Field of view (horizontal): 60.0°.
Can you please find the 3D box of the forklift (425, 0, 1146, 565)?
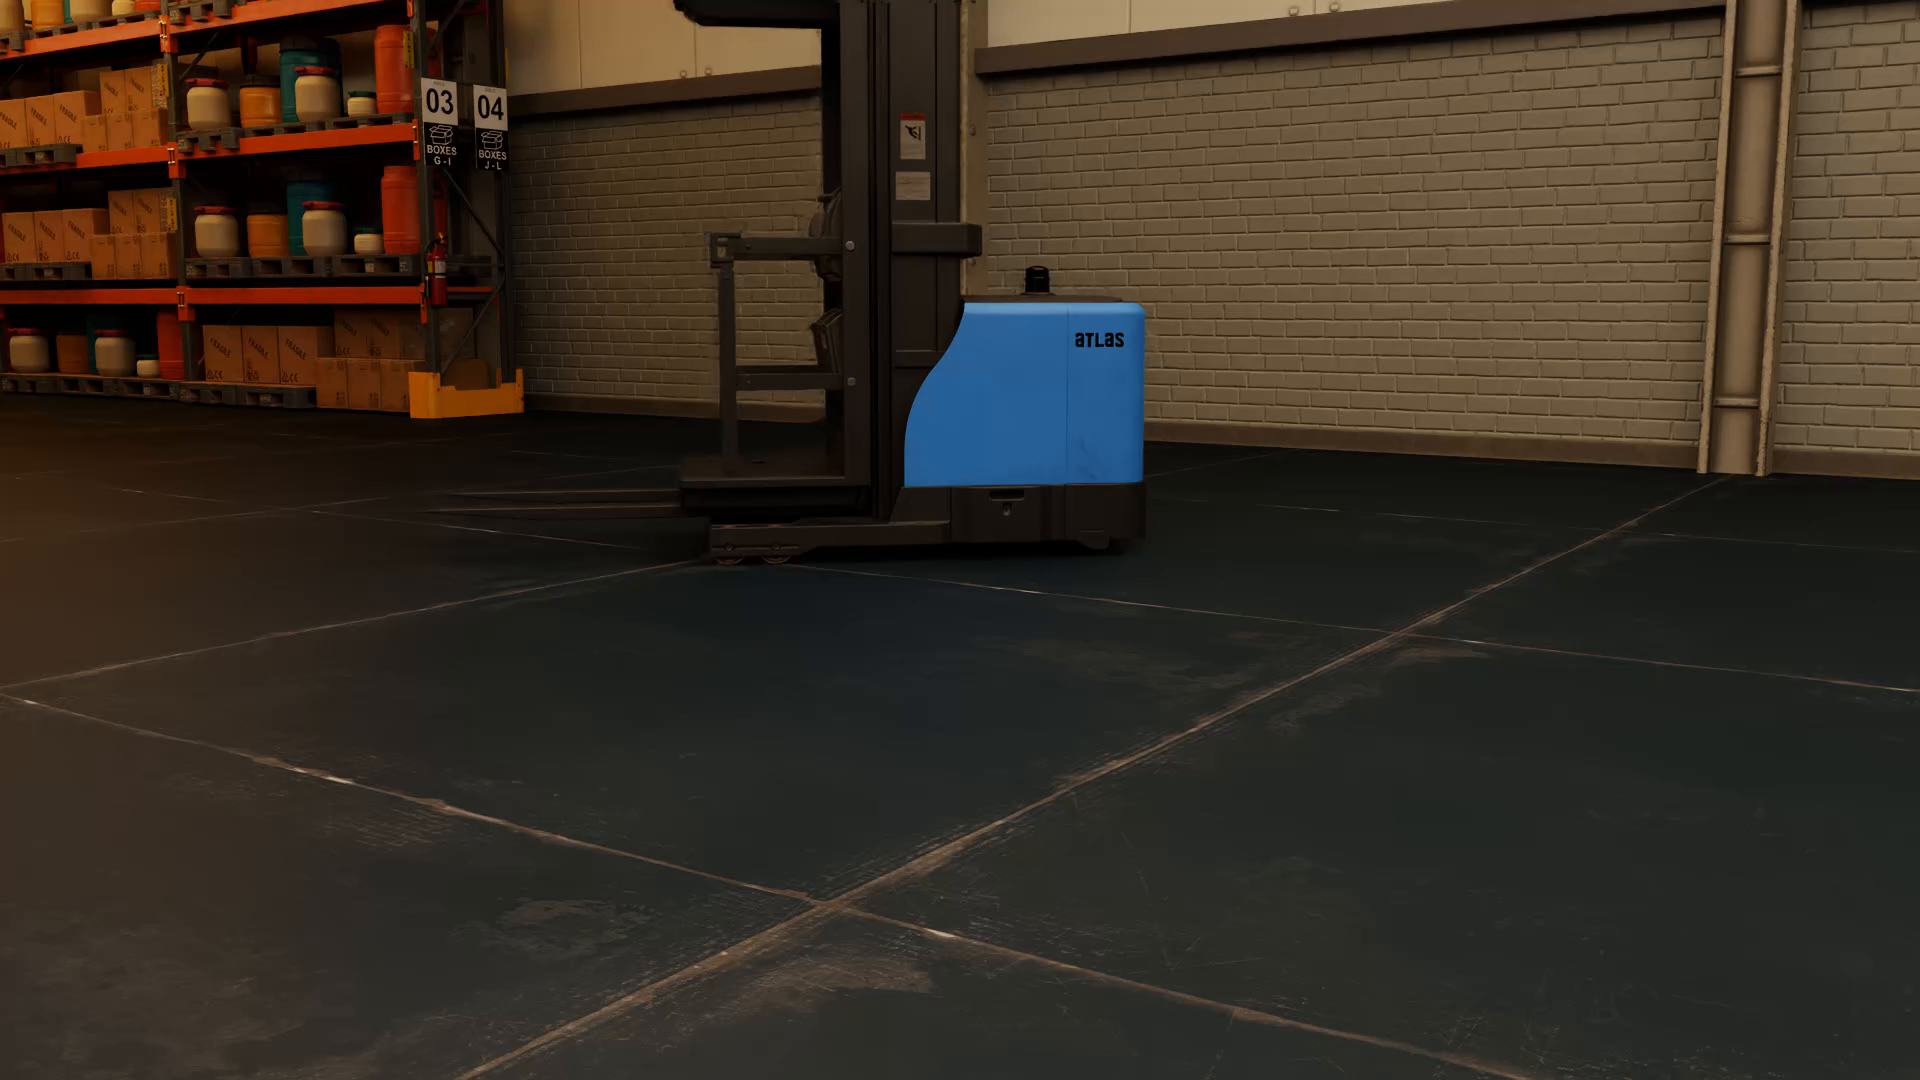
[{"bbox_3d":[-0.758,-1.427,7.228,3.031,2.935,1.130,-1,8,-9],"label":"forklift"}]
